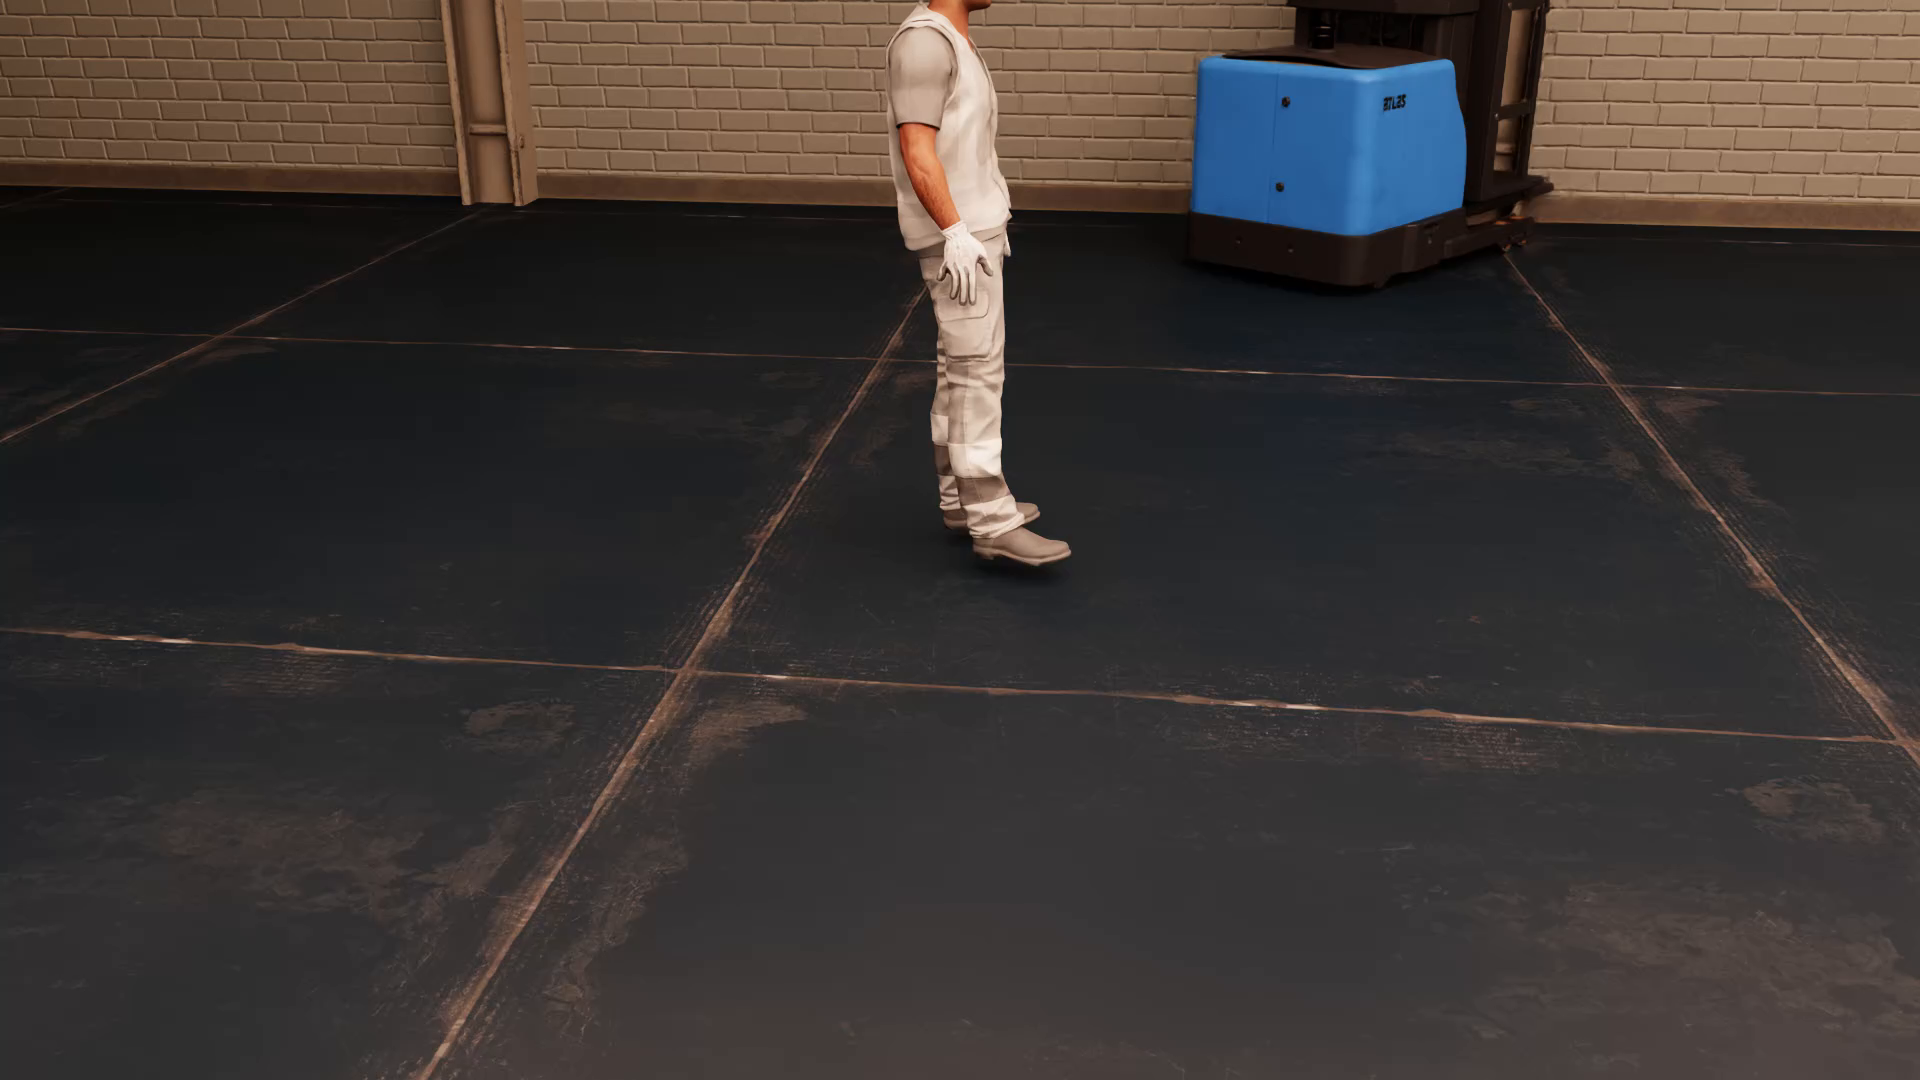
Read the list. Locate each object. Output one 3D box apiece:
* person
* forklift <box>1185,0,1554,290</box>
[{"bbox_3d":[0.077,-0.866,4.804,0.564,1.787,0.637,3,22,7],"label":"person"},{"bbox_3d":[2.533,-3.051,8.831,1.130,2.935,3.031,19,29,39],"label":"forklift"}]
